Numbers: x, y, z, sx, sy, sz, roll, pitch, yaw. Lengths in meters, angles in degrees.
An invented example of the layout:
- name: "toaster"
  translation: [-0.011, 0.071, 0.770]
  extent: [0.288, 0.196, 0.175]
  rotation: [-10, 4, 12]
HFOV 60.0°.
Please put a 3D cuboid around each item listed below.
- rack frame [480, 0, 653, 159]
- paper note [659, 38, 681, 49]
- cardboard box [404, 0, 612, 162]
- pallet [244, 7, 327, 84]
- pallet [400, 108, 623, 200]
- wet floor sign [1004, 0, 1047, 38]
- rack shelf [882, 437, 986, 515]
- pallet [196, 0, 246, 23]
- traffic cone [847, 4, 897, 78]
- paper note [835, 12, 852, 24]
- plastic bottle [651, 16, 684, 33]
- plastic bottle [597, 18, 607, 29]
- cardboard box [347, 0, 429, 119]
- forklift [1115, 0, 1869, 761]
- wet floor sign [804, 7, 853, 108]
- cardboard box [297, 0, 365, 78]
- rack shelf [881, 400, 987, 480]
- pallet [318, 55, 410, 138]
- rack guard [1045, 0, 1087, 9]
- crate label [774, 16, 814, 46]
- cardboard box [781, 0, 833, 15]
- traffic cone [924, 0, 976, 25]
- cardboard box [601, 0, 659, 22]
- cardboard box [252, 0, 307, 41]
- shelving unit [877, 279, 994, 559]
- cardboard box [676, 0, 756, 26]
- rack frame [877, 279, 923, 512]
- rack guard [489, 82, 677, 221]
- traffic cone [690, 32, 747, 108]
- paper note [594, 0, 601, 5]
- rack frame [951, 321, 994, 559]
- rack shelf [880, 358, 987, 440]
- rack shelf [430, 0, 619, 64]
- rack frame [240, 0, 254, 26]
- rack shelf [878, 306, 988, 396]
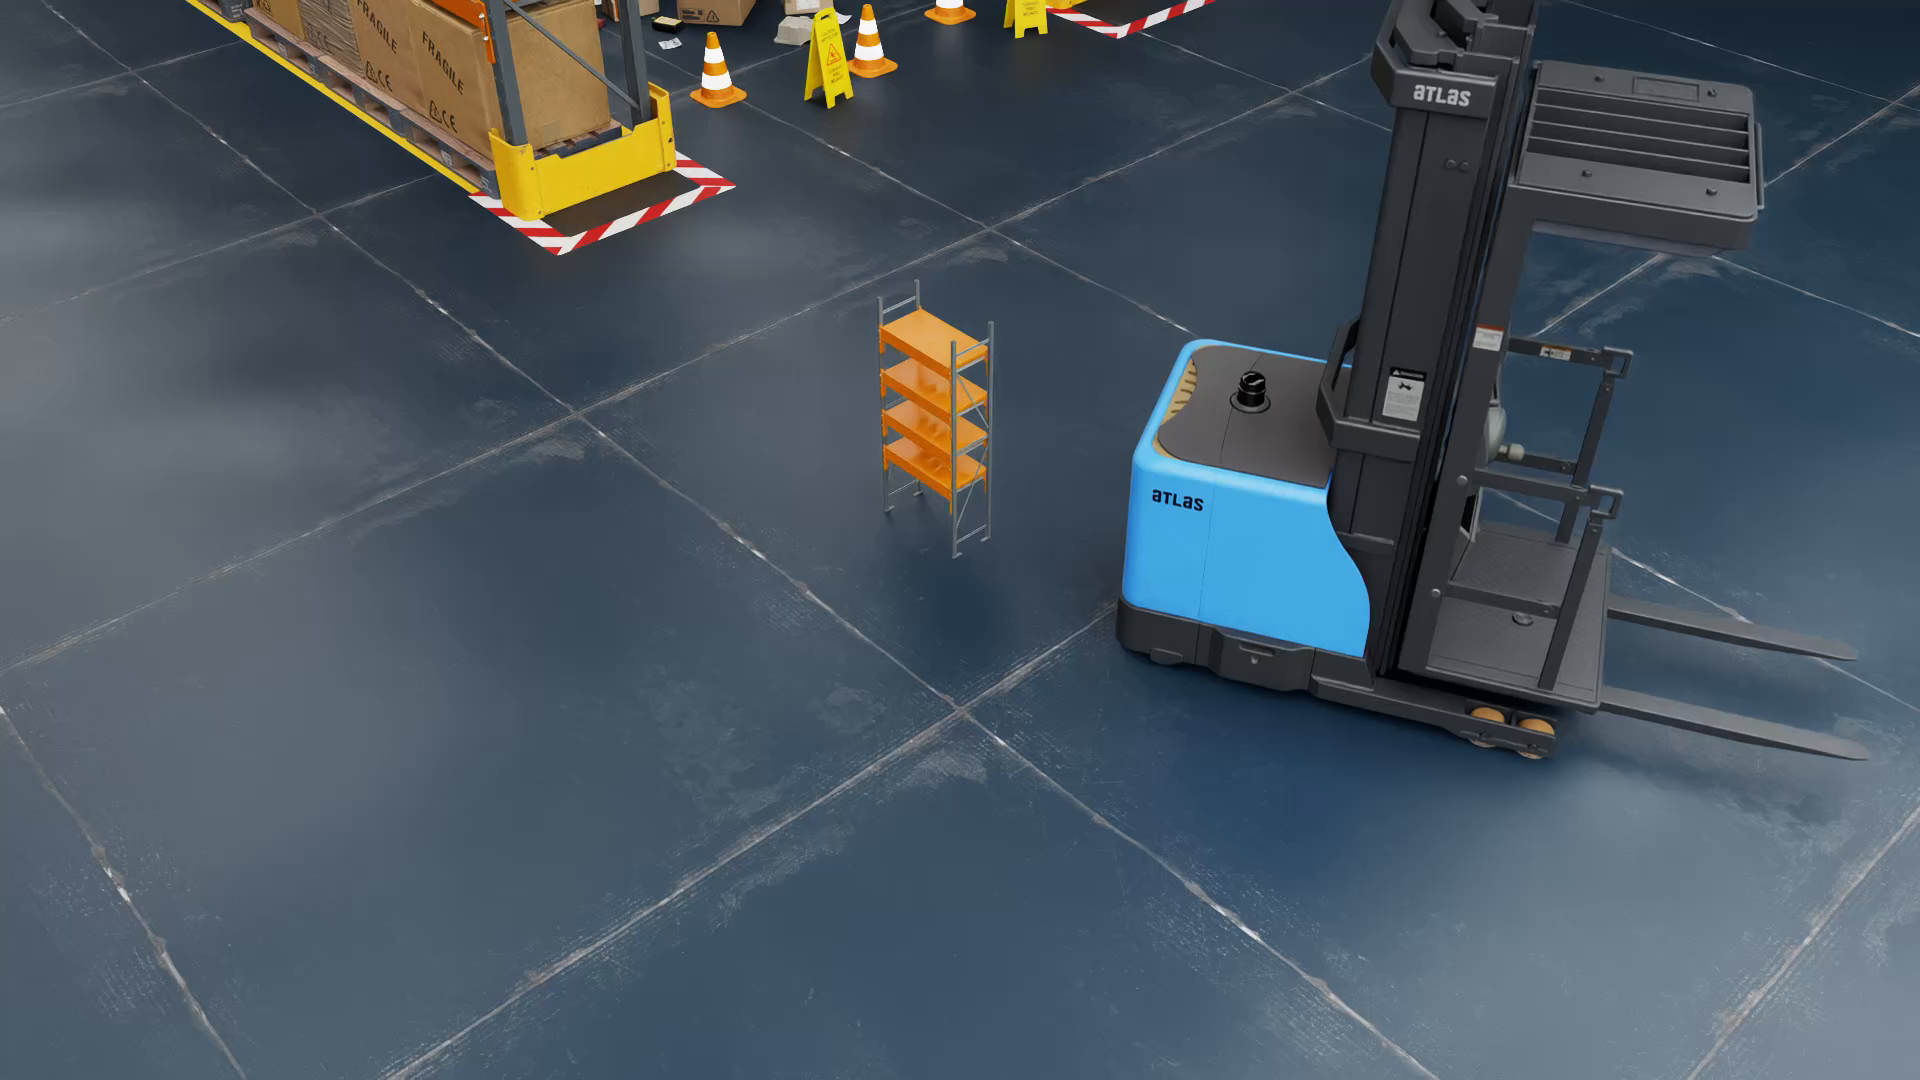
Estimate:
- name: "rack frame"
  translation: [-2.414, -3.489, 9.891]
  extent: [1.000, 3.000, 0.127]
  rotation: [-30, 48, -32]
- name: "paper note"
  translation: [-2.195, -3.762, 12.592]
  extent: [0.144, 0.017, 0.142]
  rotation: [-15, 41, -17]
- name: "cardboard box"
  translation: [-2.921, -3.112, 10.780]
  extent: [0.875, 0.875, 0.875]
  rotation: [-30, 47, -32]
- name: "pallet"
  translation: [-4.662, -3.871, 12.582]
  extent: [1.003, 0.211, 1.213]
  rotation: [-30, 48, -32]
- name: "pallet"
  translation: [-3.012, -2.741, 11.184]
  extent: [1.003, 0.211, 1.213]
  rotation: [-30, 48, -32]
- name: "wet floor sign"
  translation: [0.505, -4.181, 12.621]
  extent: [0.267, 0.644, 0.232]
  rotation: [-15, 41, -17]
- name: "rack shelf"
  translation: [-0.112, -0.337, 7.843]
  extent: [0.258, 0.148, 0.480]
  rotation: [-30, 48, -32]
- name: "pallet"
  translation: [-5.696, -4.581, 13.462]
  extent: [1.003, 0.211, 1.213]
  rotation: [-30, 48, -32]
- name: "traffic cone"
  translation: [-0.664, -3.675, 12.139]
  extent: [0.336, 0.463, 0.334]
  rotation: [-30, 48, -32]
- name: "paper note"
  translation: [-0.941, -4.076, 12.981]
  extent: [0.142, 0.019, 0.148]
  rotation: [18, 42, 21]
- name: "plastic bottle"
  translation: [-2.283, -3.986, 12.845]
  extent: [0.283, 0.061, 0.133]
  rotation: [18, 42, 21]
- name: "plastic bottle"
  translation: [-2.853, -3.969, 12.823]
  extent: [0.133, 0.061, 0.283]
  rotation: [18, 42, 21]
- name: "cardboard box"
  translation: [-3.518, -3.518, 11.284]
  extent: [0.875, 0.875, 0.875]
  rotation: [-31, 48, -32]
- name: "forklift"
  translation: [2.258, -0.619, 6.392]
  extent: [3.031, 2.935, 1.130]
  rotation: [13, 41, 15]
- name: "wet floor sign"
  translation: [-0.936, -3.402, 11.656]
  extent: [0.232, 0.644, 0.267]
  rotation: [26, 45, 28]
- name: "cardboard box"
  translation: [-4.133, -3.941, 11.807]
  extent: [0.875, 0.875, 0.875]
  rotation: [-30, 47, -31]
- name: "rack shelf"
  translation: [-0.112, -0.491, 7.718]
  extent: [0.258, 0.148, 0.480]
  rotation: [-30, 48, -32]
- name: "pallet"
  translation: [-3.833, -3.306, 11.883]
  extent: [1.003, 0.211, 1.213]
  rotation: [-30, 48, -32]
- name: "rack guard"
  translation: [1.113, -4.702, 13.382]
  extent: [1.175, 0.500, 0.348]
  rotation: [-30, 48, -32]
- name: "crate label"
  translation: [-1.242, -3.885, 12.660]
  extent: [0.298, 0.136, 0.250]
  rotation: [11, 40, 13]
- name: "cardboard box"
  translation: [-1.210, -4.279, 13.137]
  extent: [0.380, 0.149, 0.250]
  rotation: [-8, 40, -10]
- name: "traffic cone"
  translation: [-0.077, -4.304, 12.918]
  extent: [0.336, 0.463, 0.334]
  rotation: [-30, 48, -32]
- name: "cardboard box"
  translation: [-2.600, -4.264, 13.026]
  extent: [0.396, 0.266, 0.258]
  rotation: [-22, 44, -25]
- name: "cardboard box"
  translation: [-4.745, -4.357, 12.322]
  extent: [0.875, 0.875, 0.875]
  rotation: [-29, 47, -31]
- name: "shelving unit"
  translation: [-0.112, -0.543, 7.676]
  extent: [0.258, 1.200, 0.503]
  rotation: [-30, 48, -32]
- name: "cardboard box"
  translation: [-1.889, -4.406, 13.012]
  extent: [0.637, 0.503, 0.797]
  rotation: [5, 39, 6]
- name: "rack frame"
  translation: [-0.277, -0.656, 7.816]
  extent: [0.240, 1.200, 0.015]
  rotation: [-30, 48, -32]
- name: "rack guard"
  translation: [-2.397, -2.506, 10.663]
  extent: [1.175, 0.500, 0.348]
  rotation: [-30, 48, -32]
- name: "traffic cone"
  translation: [-1.727, -3.352, 11.740]
  extent: [0.336, 0.463, 0.334]
  rotation: [-30, 48, -32]
- name: "paper note"
  translation: [-2.853, -4.332, 13.303]
  extent: [0.172, 0.023, 0.155]
  rotation: [-15, 41, -17]
- name: "rack frame"
  translation: [0.053, -0.430, 7.536]
  extent: [0.240, 1.200, 0.015]
  rotation: [-30, 48, -32]
- name: "rack shelf"
  translation: [-0.112, -0.665, 7.577]
  extent: [0.258, 0.148, 0.480]
  rotation: [-30, 48, -32]
- name: "rack shelf"
  translation: [-3.766, -4.135, 11.263]
  extent: [1.077, 0.370, 4.000]
  rotation: [-30, 48, -32]
- name: "rack frame"
  translation: [-5.119, -5.341, 12.183]
  extent: [1.000, 3.000, 0.127]
  rotation: [-30, 48, -32]
- name: "rack shelf"
  translation: [-0.112, -0.849, 7.429]
  extent: [0.258, 0.148, 0.480]
  rotation: [-30, 48, -32]
